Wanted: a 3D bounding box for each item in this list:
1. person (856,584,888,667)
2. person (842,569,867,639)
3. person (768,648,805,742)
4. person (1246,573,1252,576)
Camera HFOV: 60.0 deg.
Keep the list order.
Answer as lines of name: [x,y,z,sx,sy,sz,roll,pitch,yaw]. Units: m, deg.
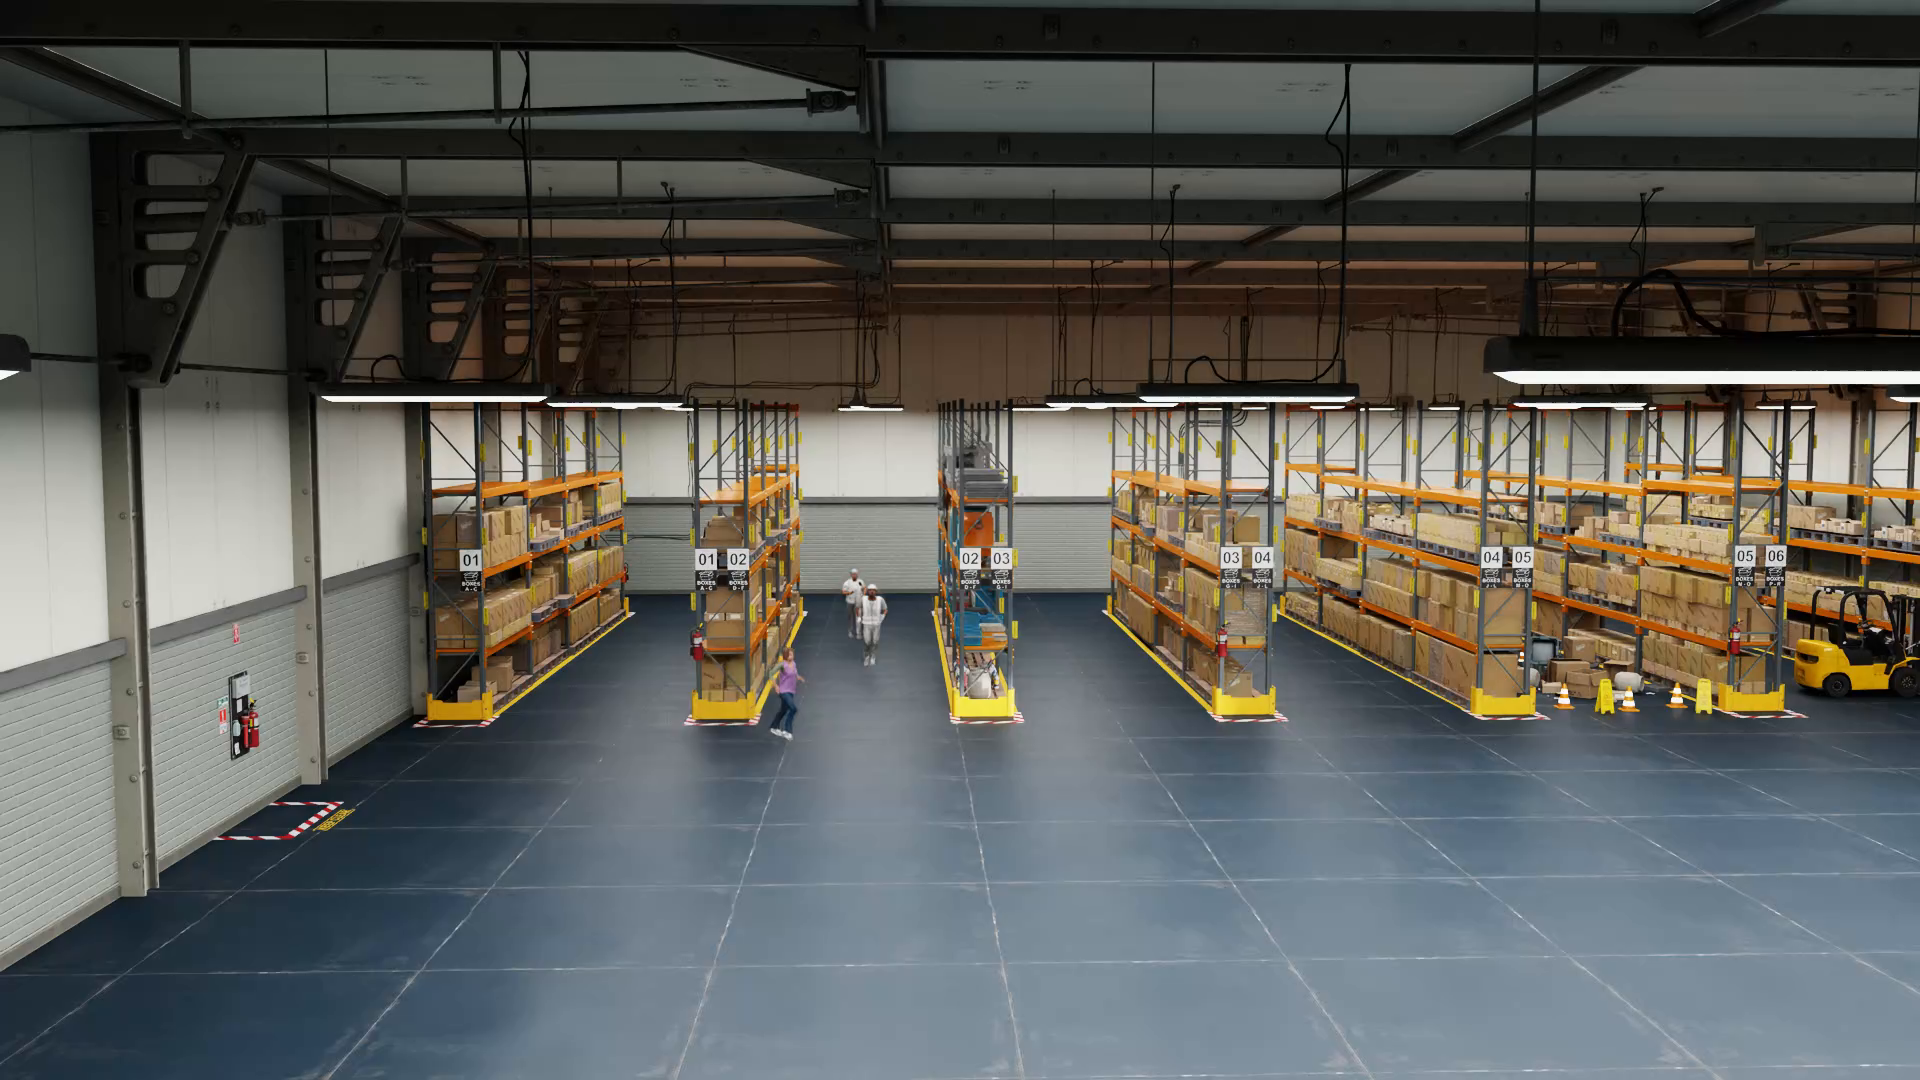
person: [-1.886,1.852,35.794,0.684,1.807,0.615,-1,4,-8]
person: [-2.548,1.558,40.256,0.609,1.711,0.882,-1,4,-8]
person: [-3.048,2.714,29.209,0.717,1.618,0.528,2,5,29]
person: [8.246,1.344,47.739,0.601,1.513,0.726,3,5,34]
